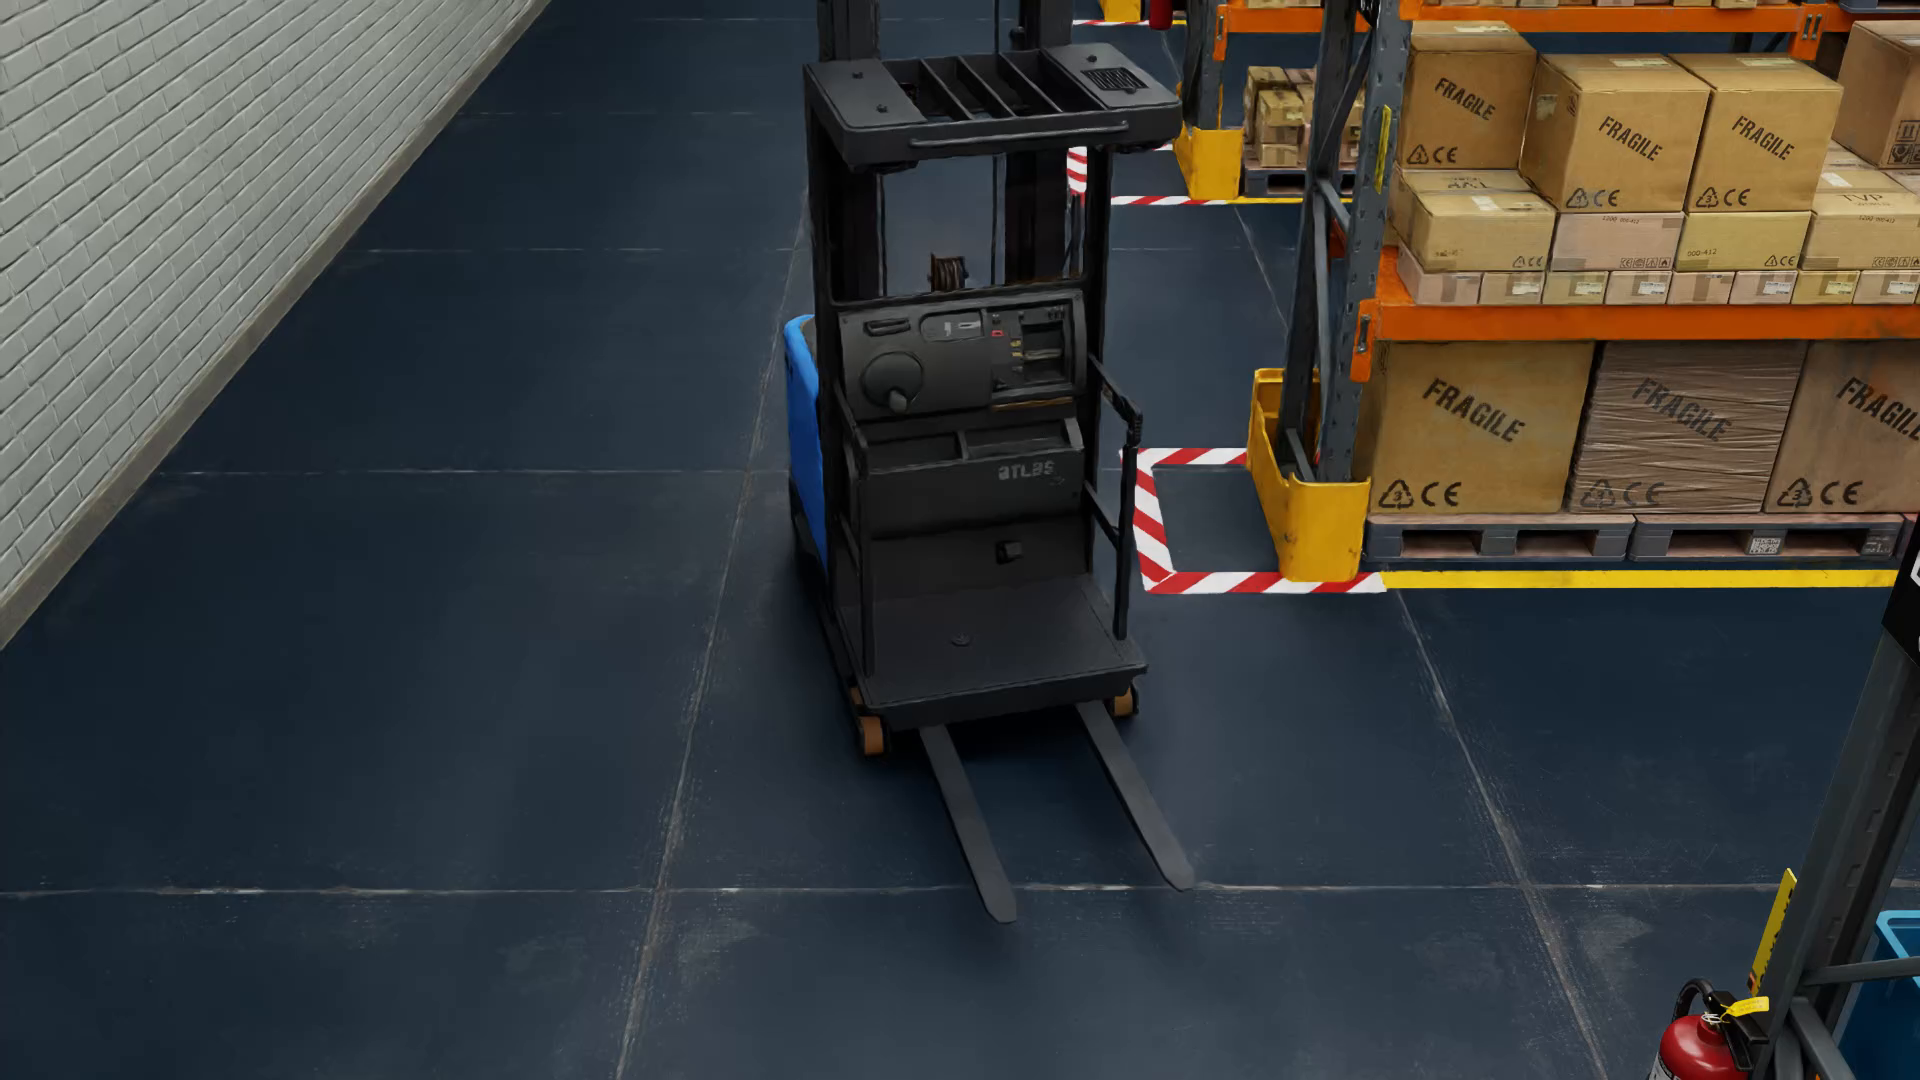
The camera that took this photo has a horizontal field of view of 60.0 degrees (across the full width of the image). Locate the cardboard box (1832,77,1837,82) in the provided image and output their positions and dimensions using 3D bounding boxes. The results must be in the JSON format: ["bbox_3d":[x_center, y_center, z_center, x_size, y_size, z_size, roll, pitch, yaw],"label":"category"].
[{"bbox_3d":[6.450,-2.958,11.739,0.500,0.500,0.500,1,31,2],"label":"cardboard box"}]

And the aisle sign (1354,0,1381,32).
[{"bbox_3d":[1.568,-2.352,6.229,0.004,0.787,0.394,0,31,0],"label":"aisle sign"}]

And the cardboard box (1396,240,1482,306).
[{"bbox_3d":[1.995,-1.119,6.945,0.250,0.149,0.380,0,31,0],"label":"cardboard box"}]

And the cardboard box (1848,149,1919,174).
[{"bbox_3d":[4.152,-1.603,7.359,0.500,0.250,0.500,1,31,1],"label":"cardboard box"}]

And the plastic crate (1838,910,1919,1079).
[{"bbox_3d":[2.002,1.034,3.063,0.499,0.435,0.616,0,31,0],"label":"plastic crate"}]

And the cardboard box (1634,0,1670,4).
[{"bbox_3d":[4.643,-3.760,11.298,0.250,0.149,0.380,-1,31,-2],"label":"cardboard box"}]

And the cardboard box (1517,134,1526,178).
[{"bbox_3d":[2.629,-1.600,7.354,0.500,0.250,0.500,-1,31,-1],"label":"cardboard box"}]

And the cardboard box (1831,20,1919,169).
[{"bbox_3d":[4.145,-1.923,7.162,0.500,0.500,0.500,-1,31,-2],"label":"cardboard box"}]

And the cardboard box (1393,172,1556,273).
[{"bbox_3d":[2.120,-1.321,6.894,0.500,0.250,0.500,-1,31,-2],"label":"cardboard box"}]

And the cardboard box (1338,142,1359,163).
[{"bbox_3d":[2.745,-2.814,11.840,0.250,0.149,0.380,0,31,0],"label":"cardboard box"}]

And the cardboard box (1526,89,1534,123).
[{"bbox_3d":[4.051,-3.019,11.604,0.250,0.149,0.380,-1,31,-2],"label":"cardboard box"}]

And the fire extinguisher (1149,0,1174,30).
[{"bbox_3d":[1.455,-4.016,11.912,0.183,0.674,0.296,0,31,0],"label":"fire extinguisher"}]

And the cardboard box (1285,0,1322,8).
[{"bbox_3d":[2.290,-3.716,11.225,0.250,0.149,0.380,1,31,1],"label":"cardboard box"}]

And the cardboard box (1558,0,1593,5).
[{"bbox_3d":[4.116,-3.748,11.278,0.250,0.149,0.380,-1,31,-1],"label":"cardboard box"}]

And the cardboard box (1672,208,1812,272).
[{"bbox_3d":[3.142,-1.326,6.902,0.500,0.250,0.500,-1,31,-2],"label":"cardboard box"}]

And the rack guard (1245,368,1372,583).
[{"bbox_3d":[1.614,-0.328,7.809,0.348,0.500,1.175,0,31,0],"label":"rack guard"}]

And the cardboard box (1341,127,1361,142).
[{"bbox_3d":[2.753,-2.945,11.768,0.250,0.149,0.380,0,31,0],"label":"cardboard box"}]

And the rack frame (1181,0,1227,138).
[{"bbox_3d":[1.710,-3.970,11.401,0.127,3.000,1.000,0,31,0],"label":"rack frame"}]

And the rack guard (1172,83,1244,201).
[{"bbox_3d":[1.786,-2.901,12.050,0.348,0.500,1.175,0,31,0],"label":"rack guard"}]

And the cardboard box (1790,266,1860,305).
[{"bbox_3d":[3.533,-1.125,6.954,0.250,0.149,0.380,-1,31,-2],"label":"cardboard box"}]

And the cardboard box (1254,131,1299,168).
[{"bbox_3d":[2.235,-2.766,11.761,0.250,0.149,0.380,0,31,1],"label":"cardboard box"}]

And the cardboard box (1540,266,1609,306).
[{"bbox_3d":[2.508,-1.122,6.950,0.250,0.149,0.380,-1,31,-1],"label":"cardboard box"}]

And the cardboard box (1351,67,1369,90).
[{"bbox_3d":[3.007,-3.324,12.106,0.250,0.149,0.380,-1,31,-2],"label":"cardboard box"}]

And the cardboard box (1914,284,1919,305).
[{"bbox_3d":[4.050,-1.127,6.958,0.250,0.149,0.380,-1,31,-1],"label":"cardboard box"}]

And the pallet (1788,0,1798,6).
[{"bbox_3d":[7.573,-5.404,16.454,1.213,0.211,1.003,0,31,0],"label":"pallet"}]

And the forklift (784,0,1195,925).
[{"bbox_3d":[0.072,-0.642,5.982,1.130,2.935,3.031,-8,32,-12],"label":"forklift"}]

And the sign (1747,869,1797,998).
[{"bbox_3d":[1.649,0.817,3.354,0.005,0.325,0.100,0,31,0],"label":"sign"}]

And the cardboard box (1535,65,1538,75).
[{"bbox_3d":[4.320,-3.336,12.127,0.250,0.149,0.380,0,31,1],"label":"cardboard box"}]

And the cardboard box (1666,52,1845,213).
[{"bbox_3d":[3.138,-1.648,6.710,0.500,0.500,0.500,-1,31,-2],"label":"cardboard box"}]

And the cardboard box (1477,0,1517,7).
[{"bbox_3d":[3.595,-3.725,11.240,0.250,0.149,0.380,1,31,2],"label":"cardboard box"}]

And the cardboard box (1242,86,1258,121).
[{"bbox_3d":[2.236,-3.208,12.202,0.250,0.149,0.380,-1,31,-2],"label":"cardboard box"}]

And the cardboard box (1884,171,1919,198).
[{"bbox_3d":[4.171,-1.330,6.909,0.500,0.250,0.500,0,31,1],"label":"cardboard box"}]

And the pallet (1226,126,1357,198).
[{"bbox_3d":[2.598,-2.762,12.099,1.213,0.211,1.003,0,31,0],"label":"pallet"}]

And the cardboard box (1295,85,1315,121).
[{"bbox_3d":[2.510,-3.074,11.694,0.250,0.149,0.380,0,31,1],"label":"cardboard box"}]

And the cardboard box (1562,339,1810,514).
[{"bbox_3d":[3.188,-0.714,7.679,0.875,0.875,0.875,0,31,0],"label":"cardboard box"}]

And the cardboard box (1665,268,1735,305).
[{"bbox_3d":[3.023,-1.124,6.952,0.250,0.149,0.380,-1,31,-1],"label":"cardboard box"}]

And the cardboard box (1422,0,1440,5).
[{"bbox_3d":[3.089,-3.749,11.279,0.250,0.149,0.380,0,31,-1],"label":"cardboard box"}]

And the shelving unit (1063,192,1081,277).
[{"bbox_3d":[-0.026,-0.961,7.886,1.048,1.500,0.538,-6,32,-10],"label":"shelving unit"}]

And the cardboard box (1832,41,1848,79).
[{"bbox_3d":[6.450,-3.279,11.545,0.500,0.250,0.500,-1,31,-2],"label":"cardboard box"}]

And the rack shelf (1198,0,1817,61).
[{"bbox_3d":[3.710,-3.669,11.598,4.000,0.370,1.077,0,31,0],"label":"rack shelf"}]

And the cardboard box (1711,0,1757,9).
[{"bbox_3d":[5.168,-3.695,11.191,0.250,0.149,0.380,-1,31,-2],"label":"cardboard box"}]

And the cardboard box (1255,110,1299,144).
[{"bbox_3d":[2.235,-2.926,11.738,0.250,0.149,0.380,1,31,2],"label":"cardboard box"}]

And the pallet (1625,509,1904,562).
[{"bbox_3d":[3.654,-0.250,7.959,1.213,0.211,1.003,0,31,0],"label":"pallet"}]

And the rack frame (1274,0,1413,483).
[{"bbox_3d":[1.638,-1.397,7.161,0.127,3.000,1.000,0,31,0],"label":"rack frame"}]

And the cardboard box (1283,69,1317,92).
[{"bbox_3d":[2.489,-3.289,12.049,0.250,0.149,0.380,0,31,1],"label":"cardboard box"}]

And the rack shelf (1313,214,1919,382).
[{"bbox_3d":[3.638,-1.096,7.357,4.000,0.370,1.077,0,31,0],"label":"rack shelf"}]
